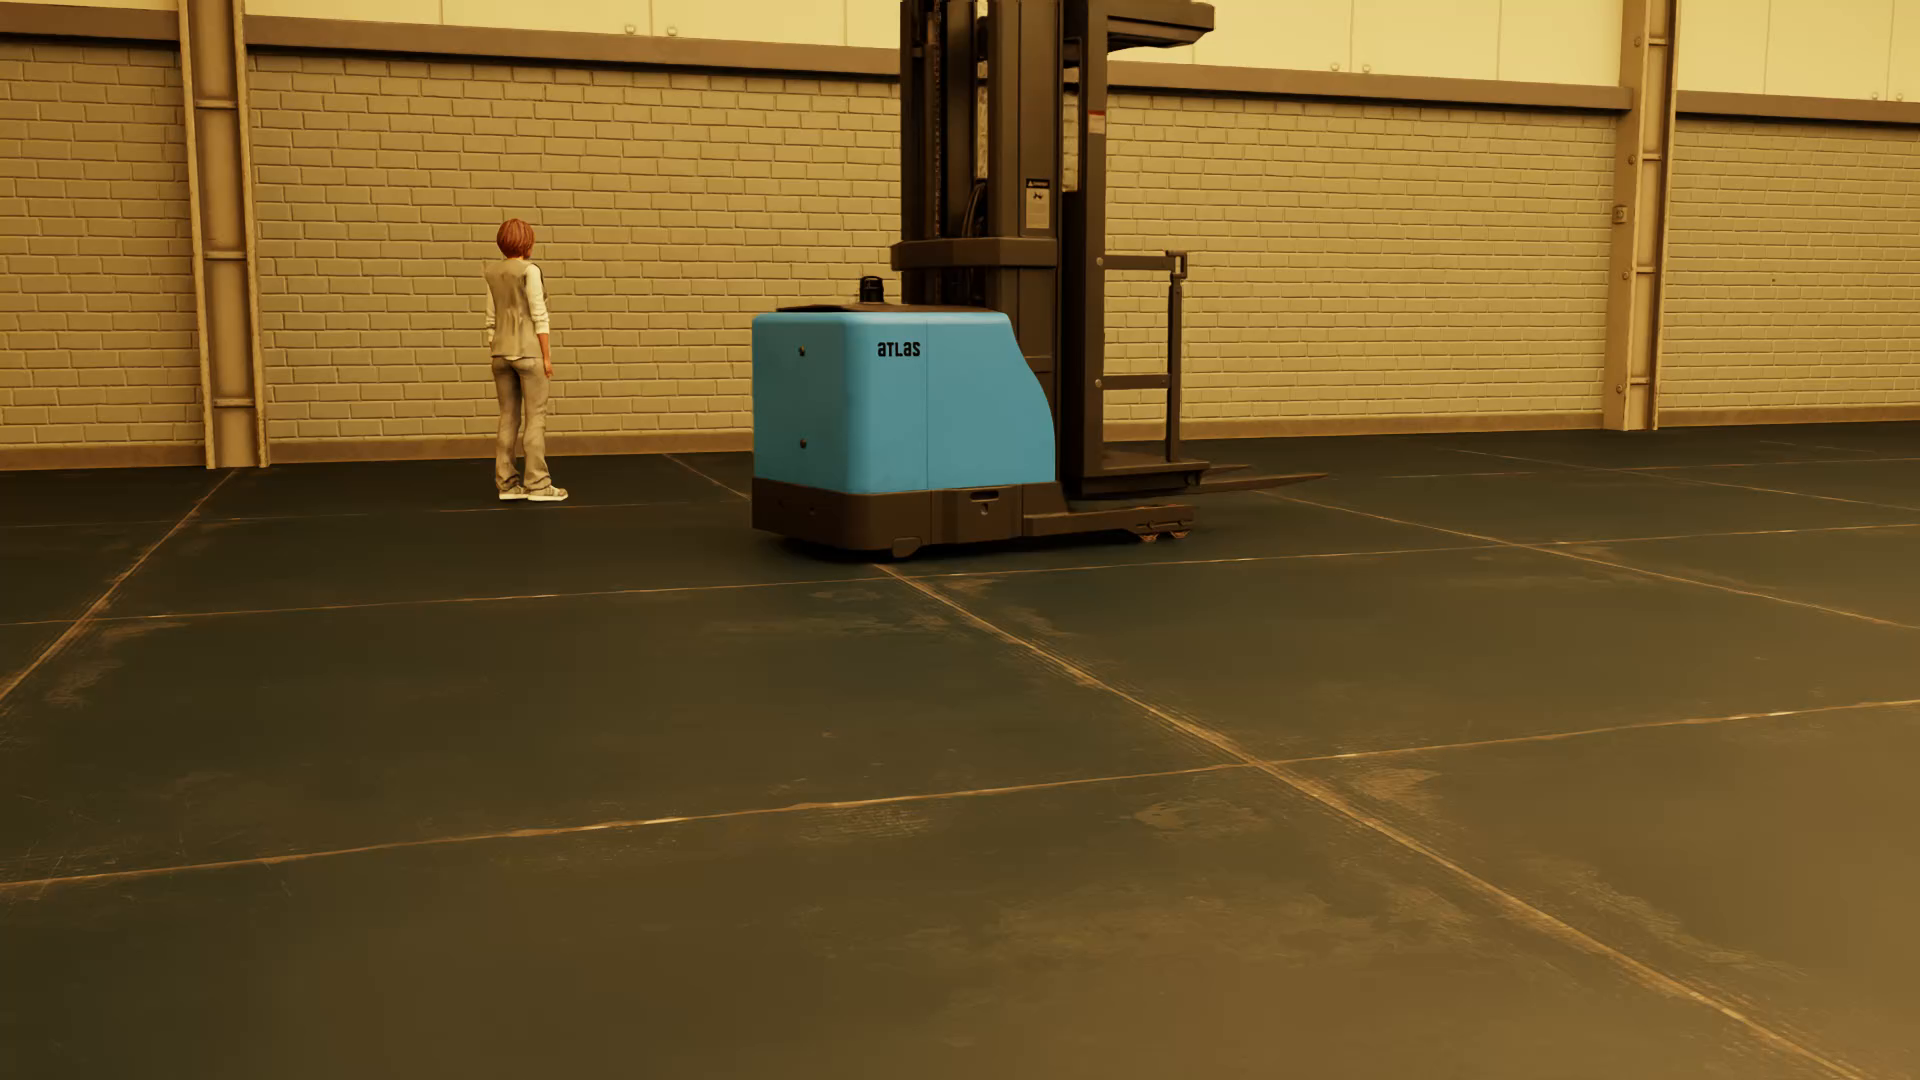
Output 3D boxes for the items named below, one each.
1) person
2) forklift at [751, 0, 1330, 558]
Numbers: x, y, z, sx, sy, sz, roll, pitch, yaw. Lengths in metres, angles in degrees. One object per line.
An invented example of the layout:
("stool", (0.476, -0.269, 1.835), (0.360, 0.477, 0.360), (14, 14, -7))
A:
("person", (-2.502, -1.021, 9.498), (0.410, 1.604, 0.314), (3, 8, 24))
("forklift", (0.525, -1.502, 8.094), (3.031, 2.935, 1.130), (-5, 9, -33))
